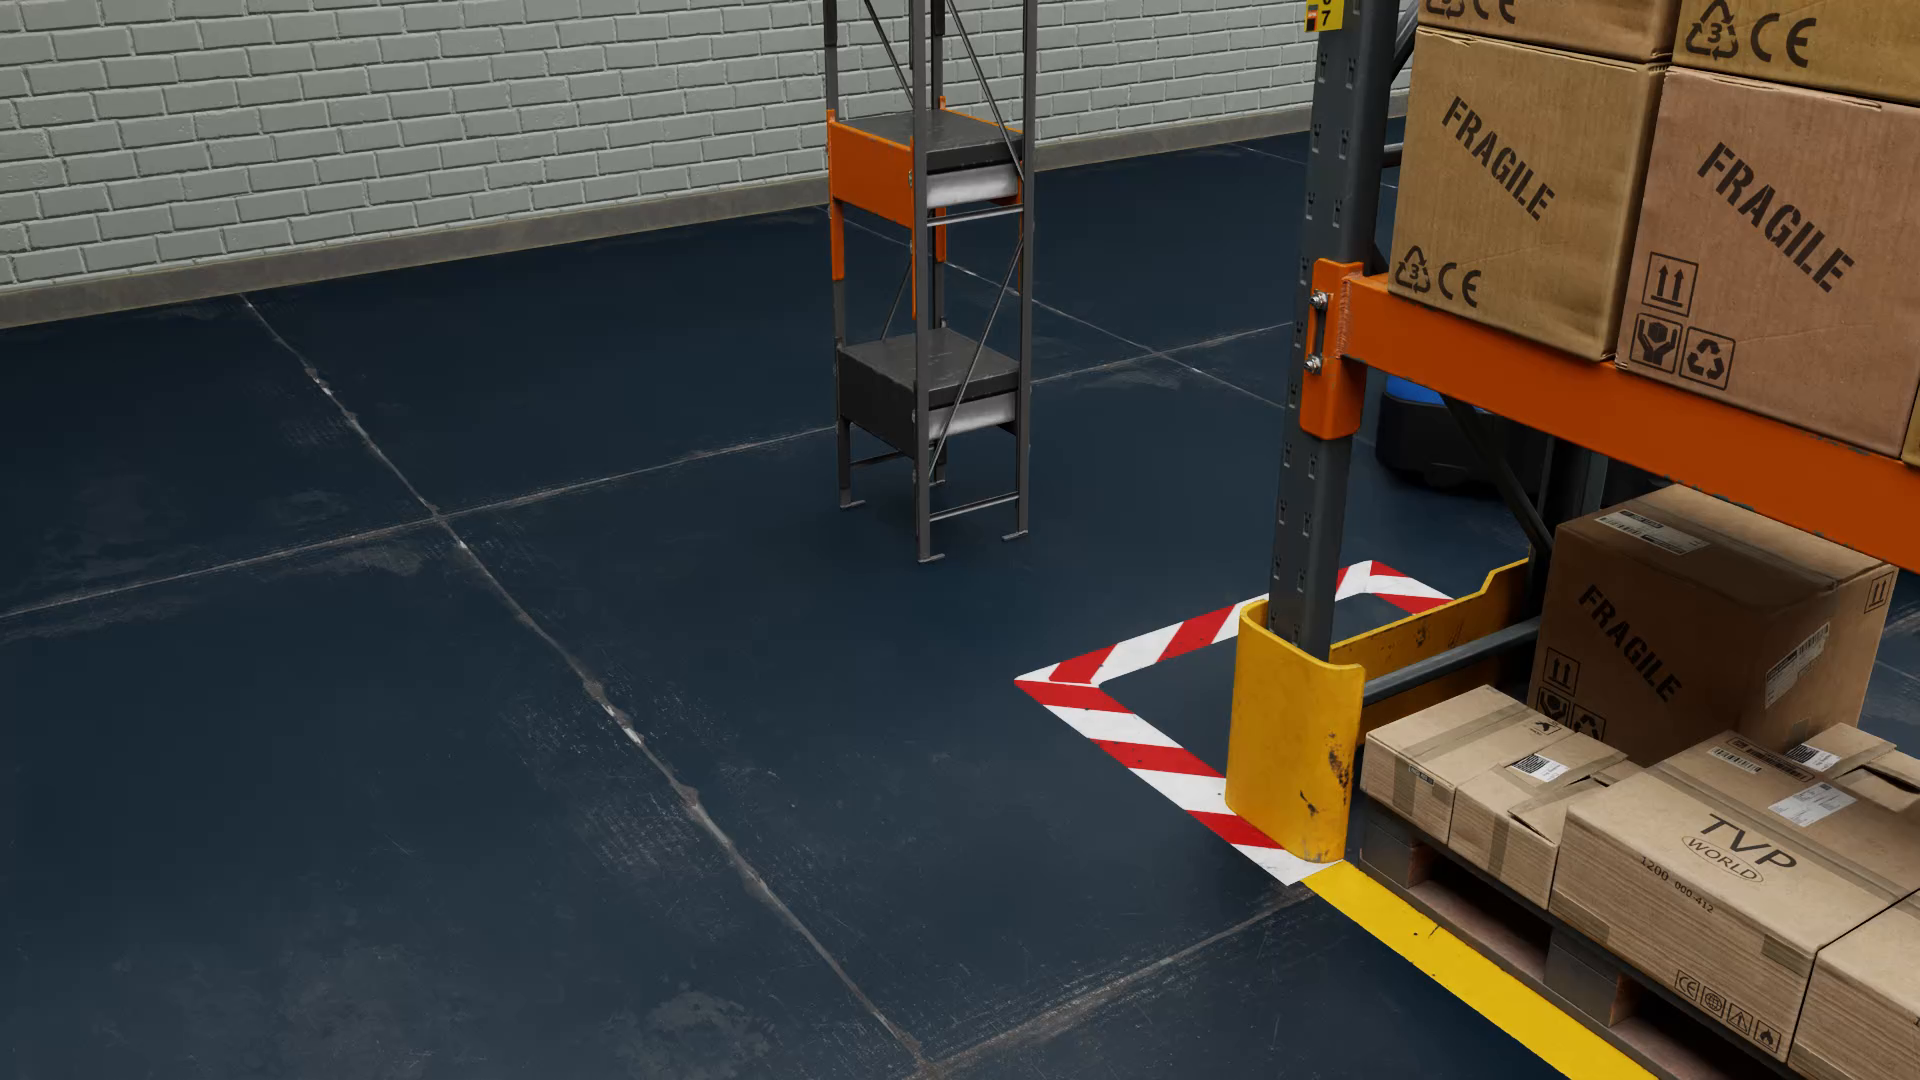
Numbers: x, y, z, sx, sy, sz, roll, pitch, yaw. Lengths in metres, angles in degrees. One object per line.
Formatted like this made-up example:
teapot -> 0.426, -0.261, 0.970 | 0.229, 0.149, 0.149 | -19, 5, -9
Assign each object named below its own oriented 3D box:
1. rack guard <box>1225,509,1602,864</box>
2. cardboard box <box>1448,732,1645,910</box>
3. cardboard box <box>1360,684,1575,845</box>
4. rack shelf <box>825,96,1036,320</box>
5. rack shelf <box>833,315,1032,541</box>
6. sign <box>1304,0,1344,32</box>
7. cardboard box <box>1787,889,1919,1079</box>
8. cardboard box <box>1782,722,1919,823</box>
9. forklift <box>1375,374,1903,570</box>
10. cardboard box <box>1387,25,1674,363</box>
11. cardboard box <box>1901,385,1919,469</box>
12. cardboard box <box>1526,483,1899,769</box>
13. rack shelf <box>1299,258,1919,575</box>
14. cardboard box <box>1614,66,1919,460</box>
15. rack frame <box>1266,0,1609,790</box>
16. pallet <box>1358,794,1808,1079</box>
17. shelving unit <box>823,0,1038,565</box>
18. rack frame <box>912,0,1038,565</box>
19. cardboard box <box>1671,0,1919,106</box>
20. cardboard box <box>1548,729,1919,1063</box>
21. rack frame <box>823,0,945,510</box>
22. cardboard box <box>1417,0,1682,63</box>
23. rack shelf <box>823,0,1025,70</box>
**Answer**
rack guard -> 1.186, 0.311, 4.006 | 1.175, 0.500, 0.348 | -16, 29, -30
cardboard box -> 1.221, 0.555, 3.365 | 0.380, 0.166, 0.250 | -16, 29, -30
cardboard box -> 1.085, 0.473, 3.558 | 0.380, 0.149, 0.250 | -16, 29, -30
rack shelf -> -0.090, -0.996, 4.933 | 0.431, 0.518, 0.480 | -16, 29, -30
rack shelf -> -0.090, -0.363, 5.232 | 0.431, 0.518, 0.480 | -16, 29, -30
sign -> 0.690, -1.112, 3.077 | 0.100, 0.325, 0.005 | -16, 29, -30
cardboard box -> 1.749, 0.816, 2.713 | 0.500, 0.250, 0.500 | -16, 29, -30
cardboard box -> 1.793, 0.538, 3.399 | 0.380, 0.166, 0.250 | -16, 29, -30
forklift -> 2.981, -1.461, 4.911 | 3.031, 2.935, 1.130 | 11, 27, 21
cardboard box -> 1.165, -0.672, 3.042 | 0.500, 0.500, 0.500 | -15, 29, -29
cardboard box -> 1.723, -0.308, 2.272 | 0.500, 0.500, 0.500 | -16, 29, -30
cardboard box -> 1.647, 0.222, 3.679 | 0.500, 0.500, 0.500 | -16, 29, -30
rack shelf -> 2.236, 0.194, 2.168 | 1.077, 0.370, 4.000 | -16, 29, -30
cardboard box -> 1.452, -0.489, 2.654 | 0.500, 0.500, 0.500 | -16, 30, -30
rack frame -> 1.144, -0.847, 3.530 | 1.000, 3.000, 0.127 | -16, 29, -30
pallet -> 1.622, 0.726, 3.464 | 1.003, 0.211, 1.213 | -16, 29, -30
shelving unit -> -0.090, -1.009, 4.927 | 0.431, 2.100, 0.503 | -16, 29, -30
rack frame -> 0.043, -0.921, 4.742 | 0.400, 2.100, 0.015 | -16, 29, -30
cardboard box -> 1.457, -0.939, 2.437 | 0.500, 0.500, 0.500 | -15, 29, -29
cardboard box -> 1.476, 0.637, 3.092 | 0.500, 0.250, 0.500 | -16, 29, -30
rack frame -> -0.224, -1.096, 5.112 | 0.400, 2.100, 0.015 | -16, 29, -30
cardboard box -> 1.165, -1.124, 2.829 | 0.500, 0.500, 0.500 | -15, 29, -28
rack shelf -> -0.090, -1.629, 4.634 | 0.431, 0.518, 0.480 | -16, 29, -30
